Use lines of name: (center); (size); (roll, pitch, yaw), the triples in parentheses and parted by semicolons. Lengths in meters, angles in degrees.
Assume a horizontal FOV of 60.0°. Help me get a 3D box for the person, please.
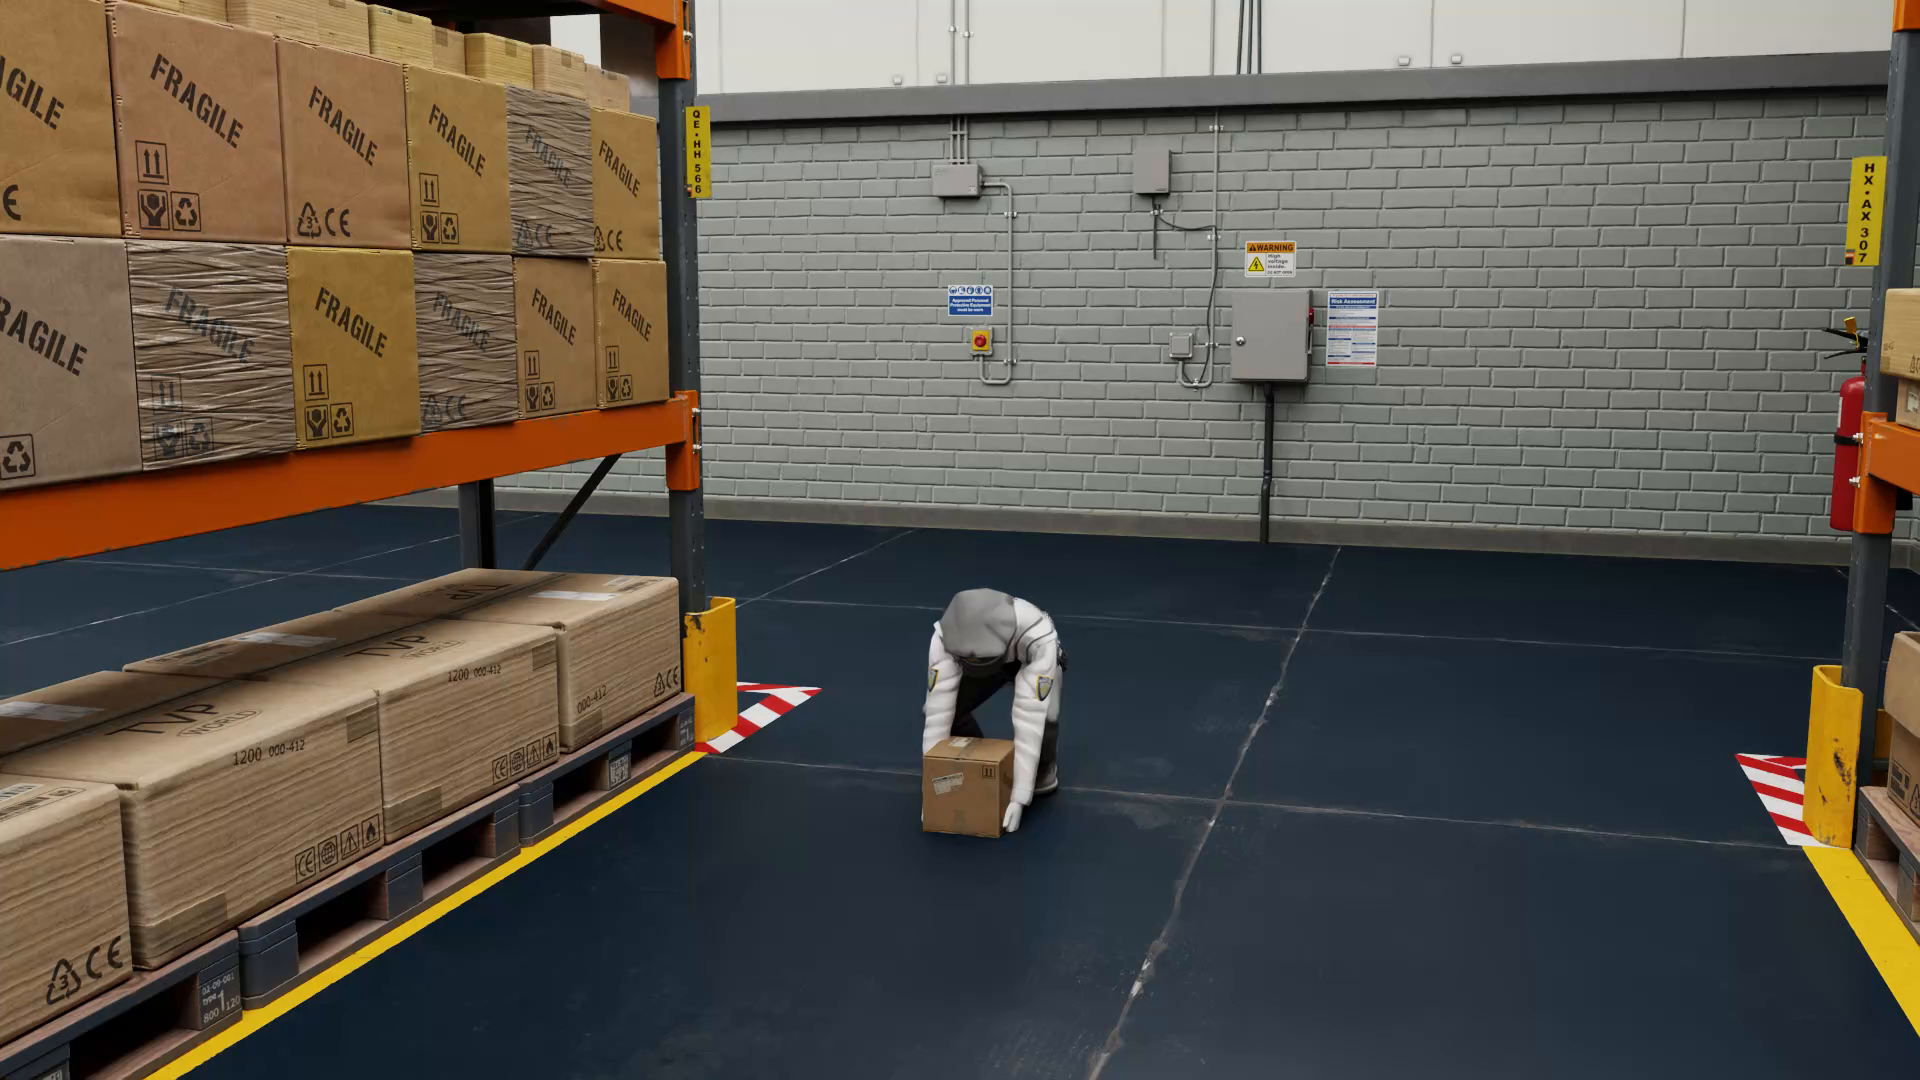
person: (0.117, 0.516, 5.577); (0.465, 0.823, 0.898); (2, 9, 15)
